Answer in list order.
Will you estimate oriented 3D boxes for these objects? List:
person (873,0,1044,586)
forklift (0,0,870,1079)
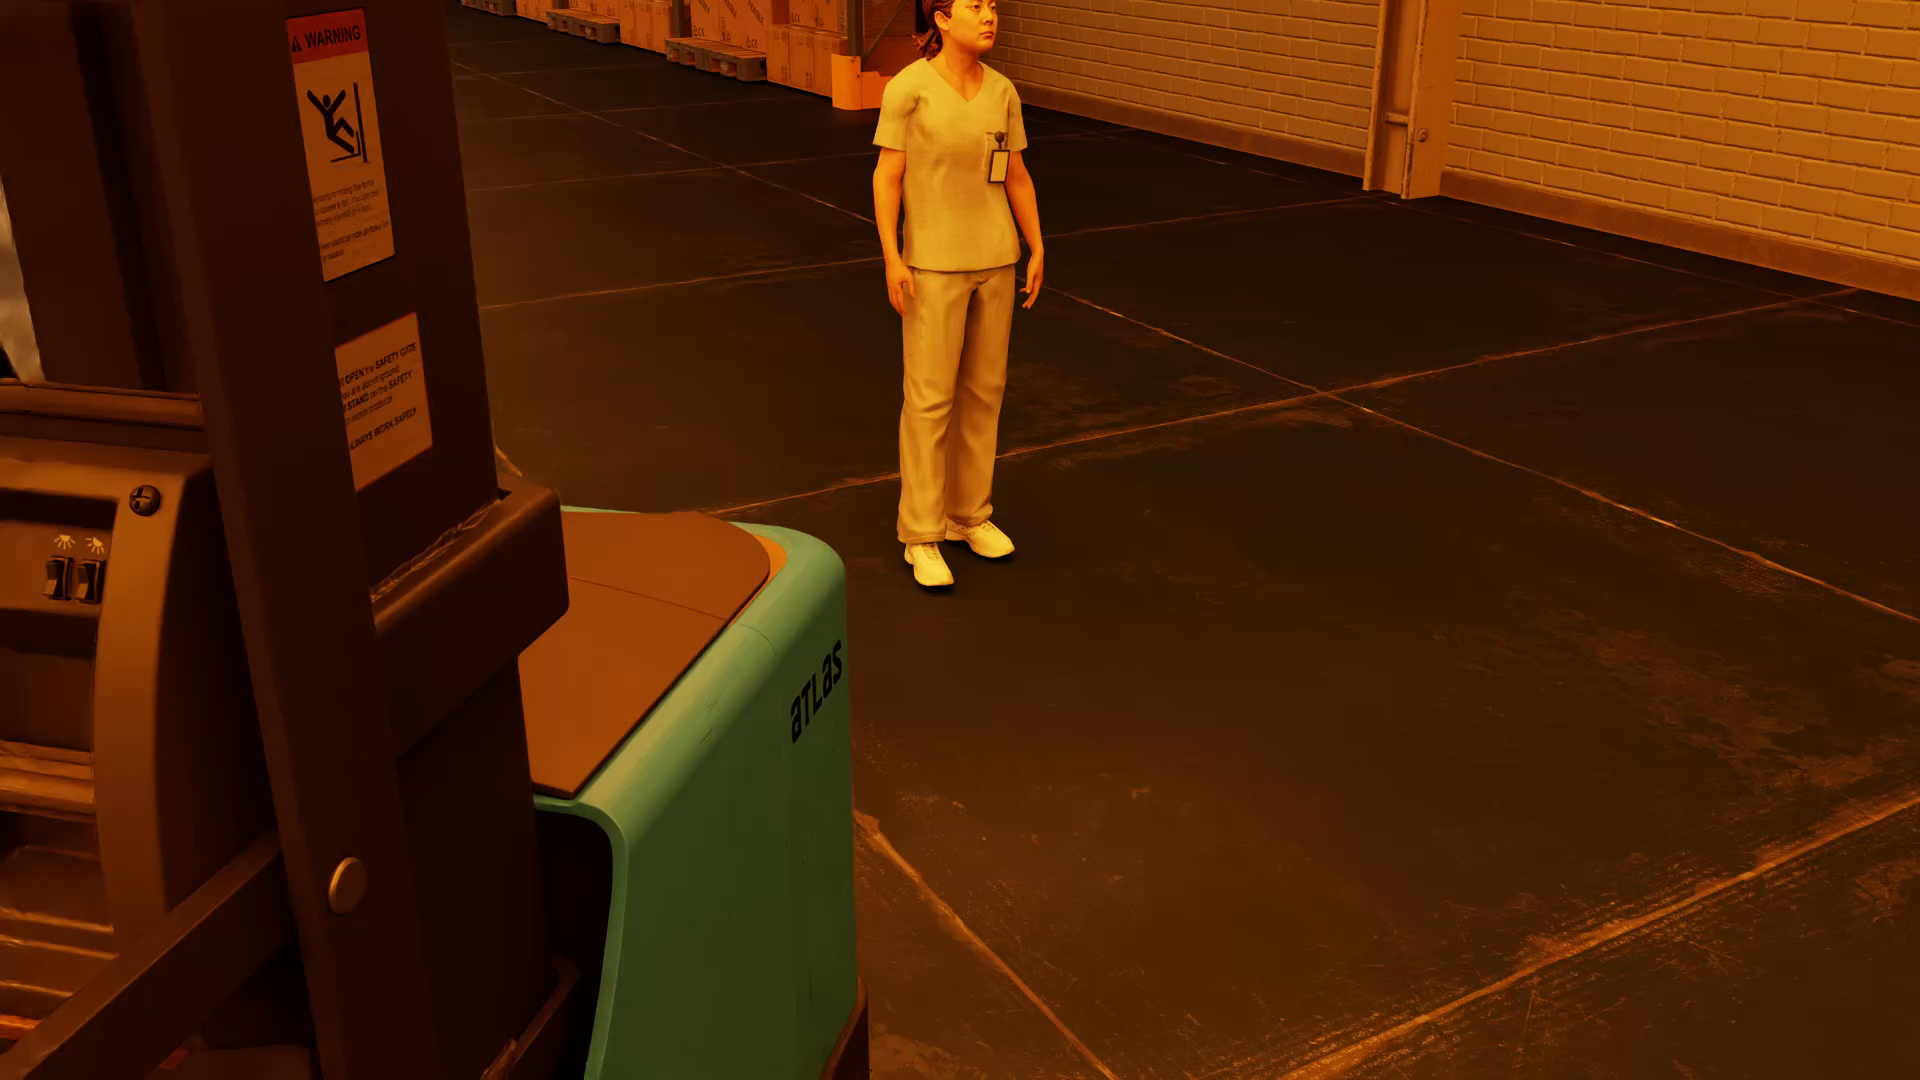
[{"bbox_3d":[0.026,-0.755,4.749,0.550,1.675,0.549,-12,25,-28],"label":"person"},{"bbox_3d":[-0.999,0.120,0.981,1.130,2.935,3.031,5,23,13],"label":"forklift"}]
